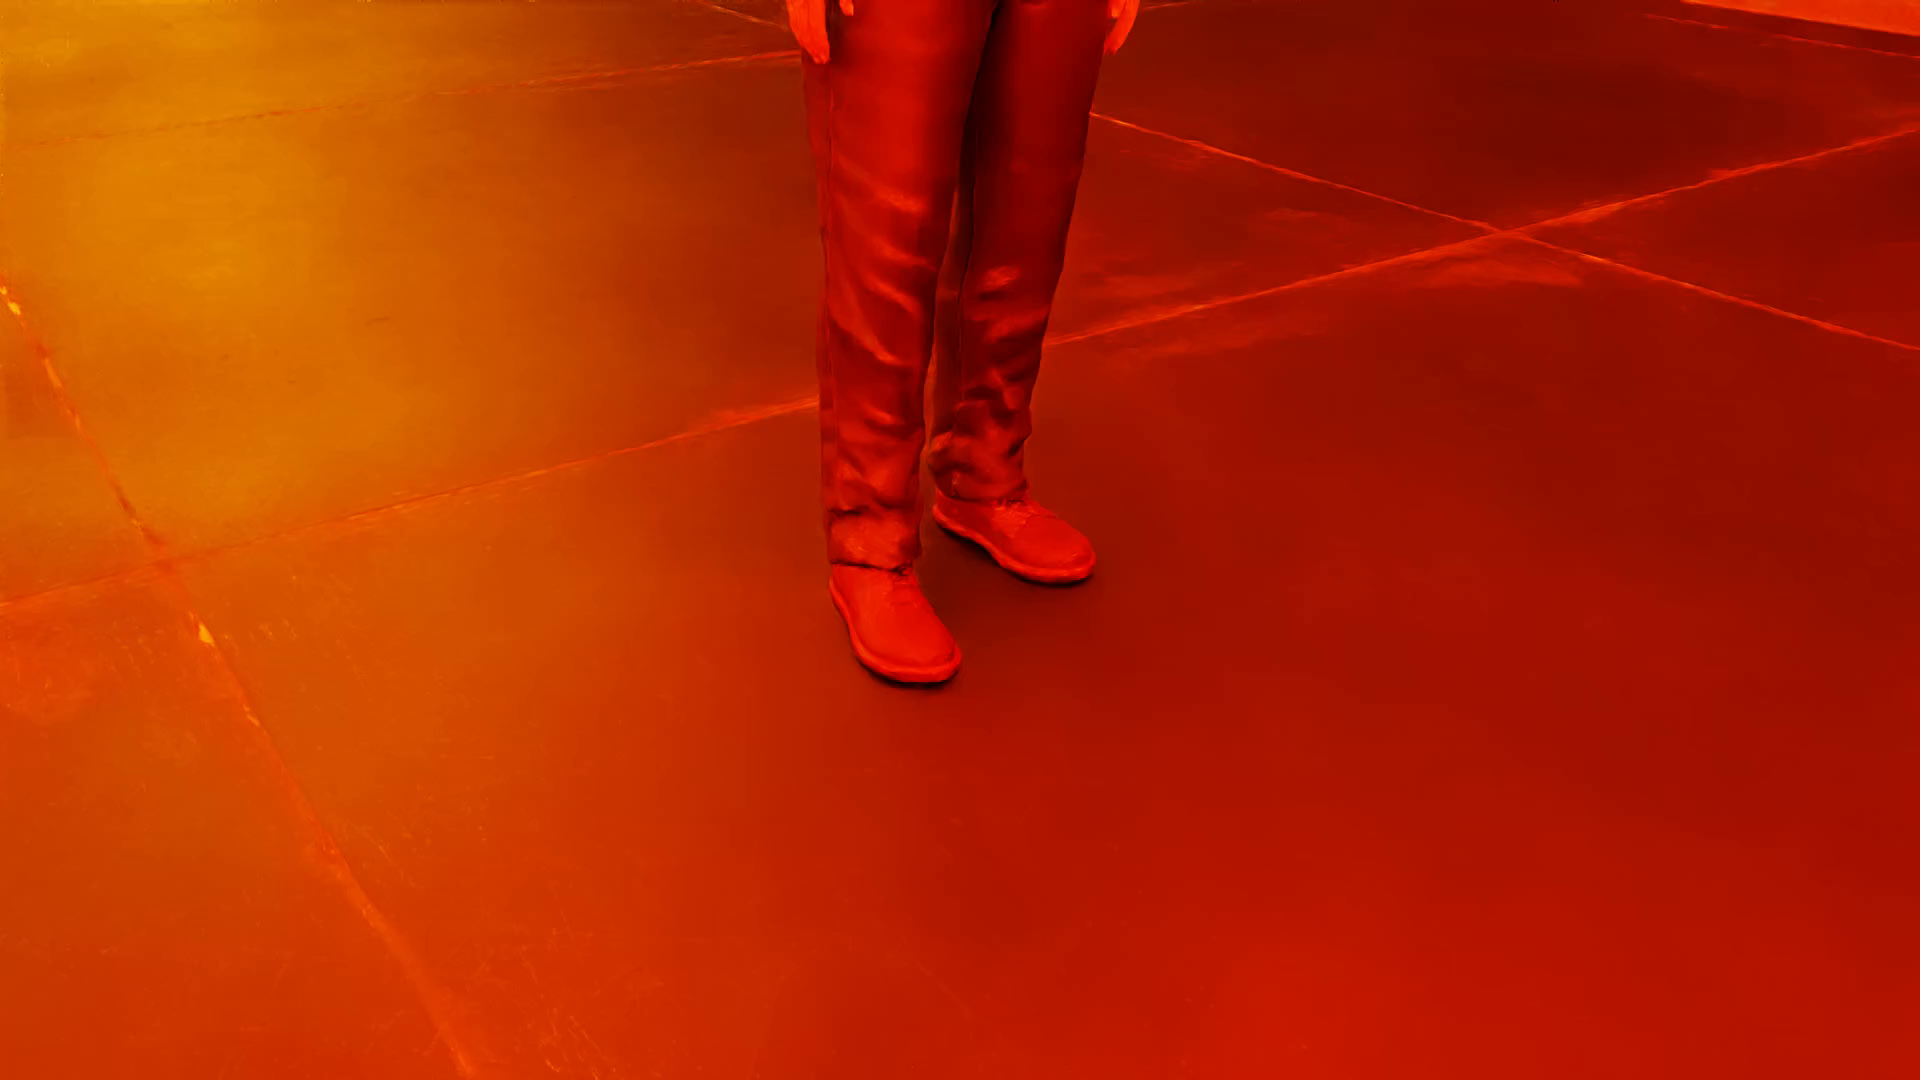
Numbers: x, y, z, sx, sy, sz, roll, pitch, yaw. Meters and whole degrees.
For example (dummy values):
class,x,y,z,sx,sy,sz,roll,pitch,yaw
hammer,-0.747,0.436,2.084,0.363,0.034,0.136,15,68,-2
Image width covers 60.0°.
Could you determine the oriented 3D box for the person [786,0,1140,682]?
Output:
class,x,y,z,sx,sy,sz,roll,pitch,yaw
person,0.033,-0.700,2.052,0.599,1.642,0.502,-17,31,-31
